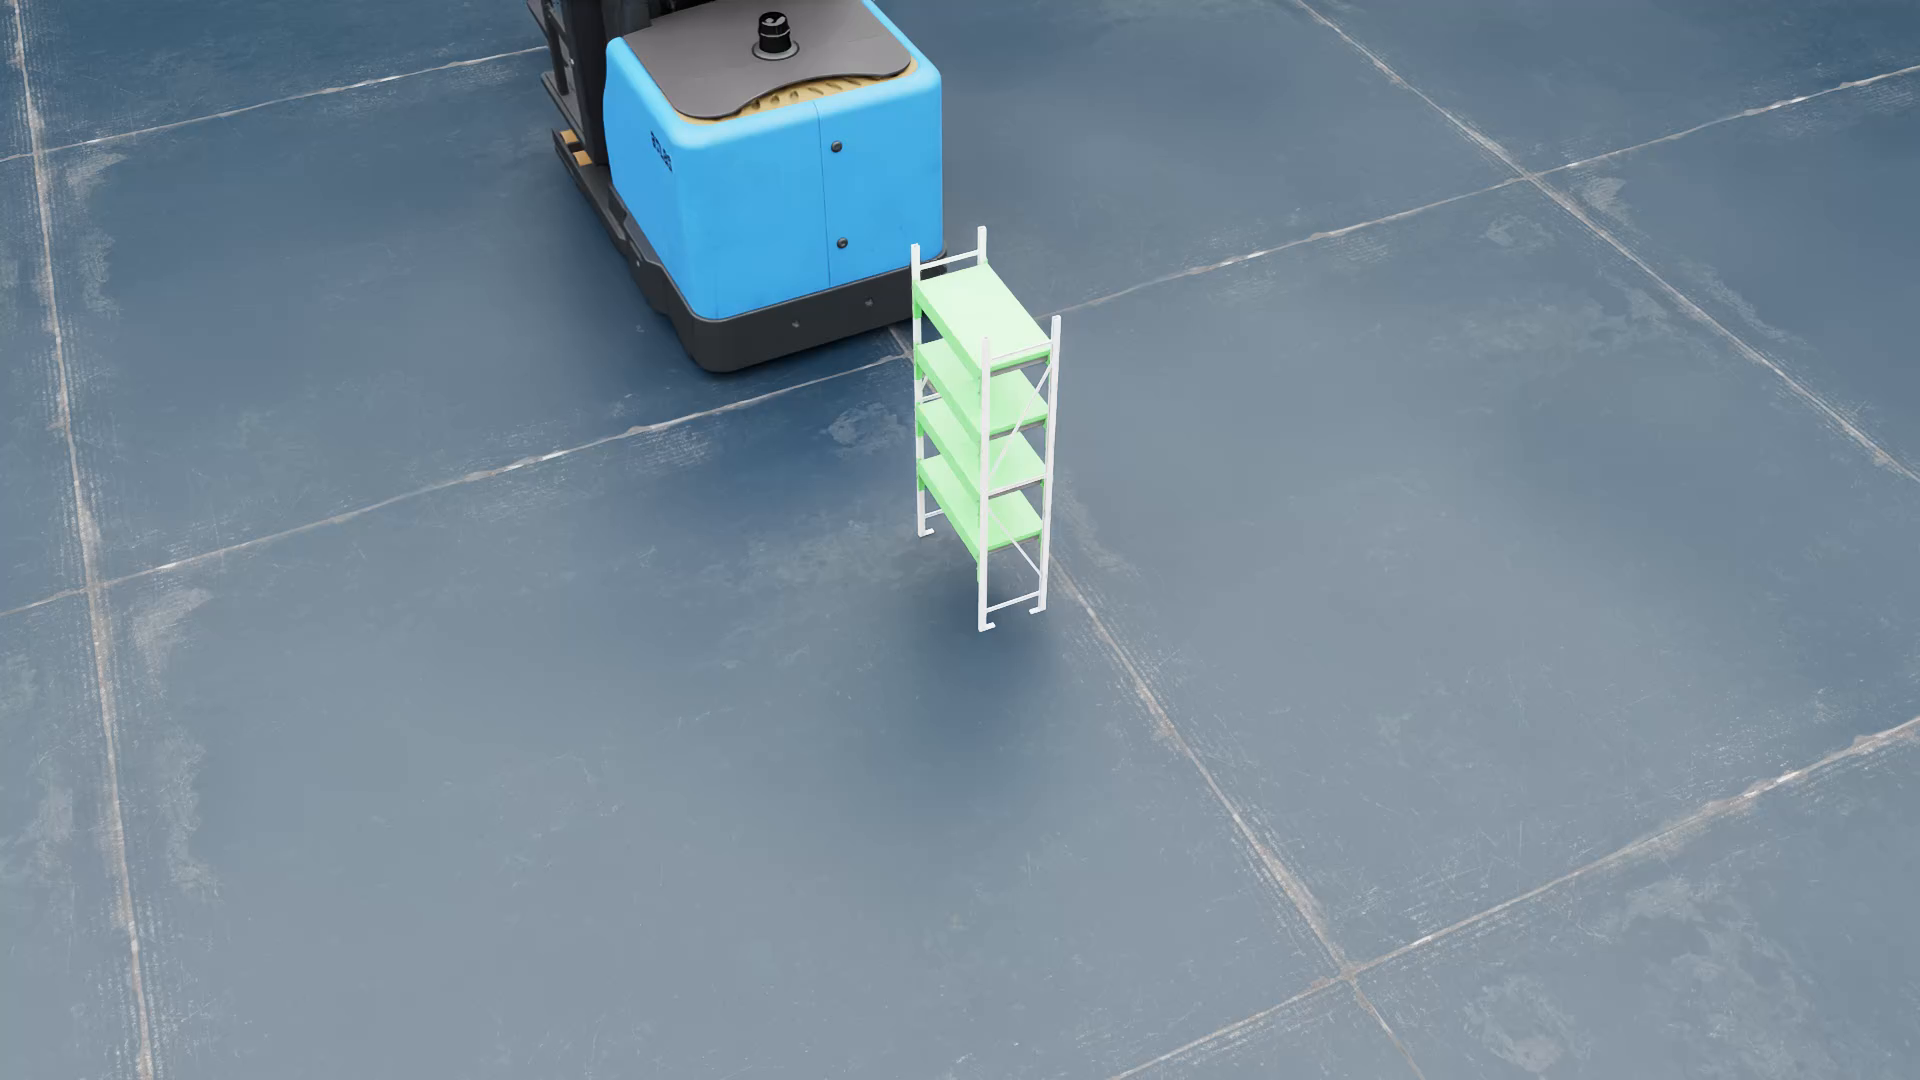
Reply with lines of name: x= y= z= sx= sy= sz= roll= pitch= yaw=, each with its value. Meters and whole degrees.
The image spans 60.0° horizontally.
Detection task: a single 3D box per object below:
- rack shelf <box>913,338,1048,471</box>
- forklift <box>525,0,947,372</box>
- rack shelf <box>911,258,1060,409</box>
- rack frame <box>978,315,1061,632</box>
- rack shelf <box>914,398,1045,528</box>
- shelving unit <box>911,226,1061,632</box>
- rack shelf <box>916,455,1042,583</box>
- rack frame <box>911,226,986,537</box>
rack shelf: x=0.070 y=-0.447 z=5.098 sx=0.258 sy=0.148 sz=0.480 roll=-18 pitch=47 yaw=-17
forklift: x=-1.157 y=-2.716 z=6.415 sx=1.130 sy=2.935 sz=3.031 roll=-19 pitch=48 yaw=-18
rack shelf: x=0.070 y=-0.618 z=4.929 sx=0.258 sy=0.148 sz=0.480 roll=-18 pitch=47 yaw=-17
rack frame: x=0.172 y=-0.166 z=5.064 sx=0.240 sy=1.200 sz=0.015 roll=-18 pitch=47 yaw=-17
rack shelf: x=0.070 y=-0.276 z=5.267 sx=0.258 sy=0.148 sz=0.480 roll=-18 pitch=47 yaw=-17
shelving unit: x=0.070 y=-0.322 z=5.222 sx=0.258 sy=1.200 sz=0.503 roll=-18 pitch=47 yaw=-17
rack shelf: x=0.070 y=-0.105 z=5.435 sx=0.258 sy=0.148 sz=0.480 roll=-18 pitch=47 yaw=-17
rack frame: x=-0.033 y=-0.477 z=5.379 sx=0.240 sy=1.200 sz=0.015 roll=-18 pitch=47 yaw=-17
